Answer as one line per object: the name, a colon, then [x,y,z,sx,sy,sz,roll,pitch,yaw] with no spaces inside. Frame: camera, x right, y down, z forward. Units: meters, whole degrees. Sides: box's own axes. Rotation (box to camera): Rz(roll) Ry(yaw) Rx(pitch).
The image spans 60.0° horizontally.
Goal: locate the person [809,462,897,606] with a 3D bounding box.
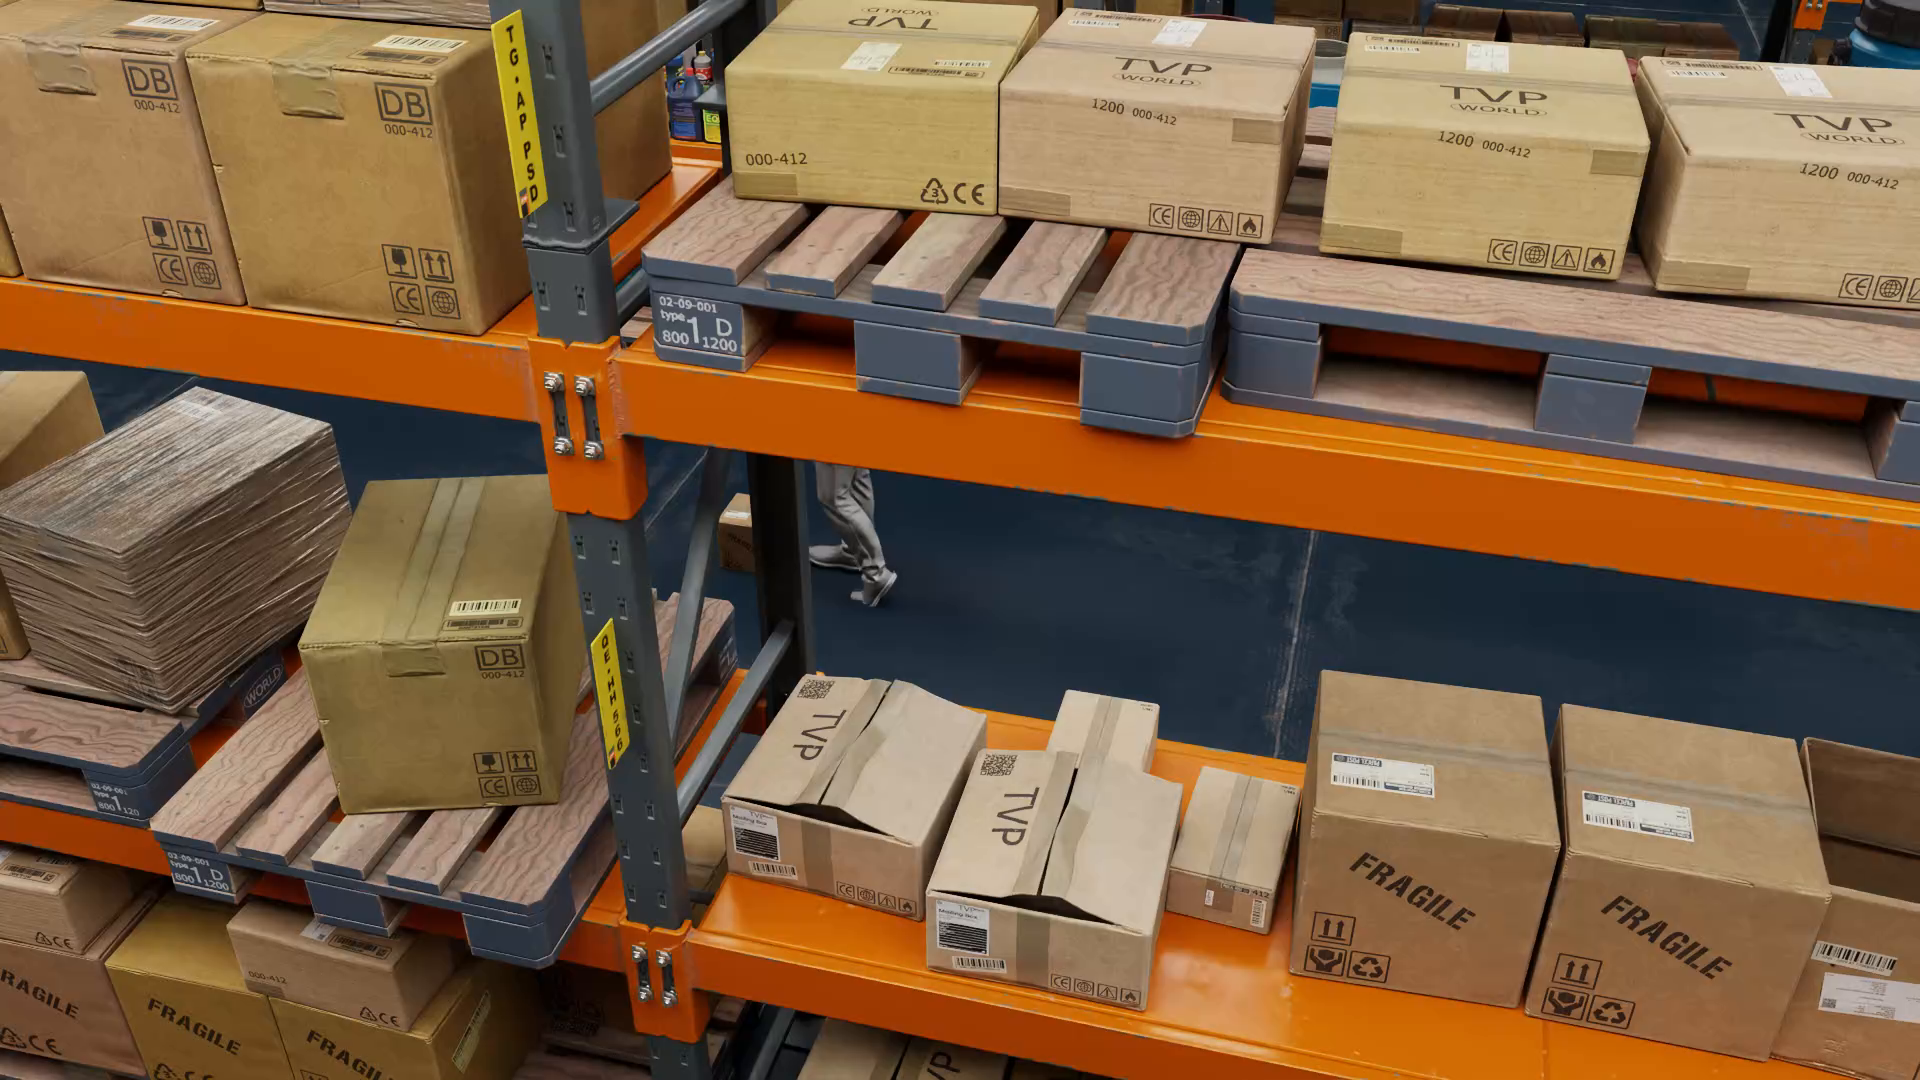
person: [-0.463,-0.546,6.995,0.486,1.726,0.503,8,34,12]
